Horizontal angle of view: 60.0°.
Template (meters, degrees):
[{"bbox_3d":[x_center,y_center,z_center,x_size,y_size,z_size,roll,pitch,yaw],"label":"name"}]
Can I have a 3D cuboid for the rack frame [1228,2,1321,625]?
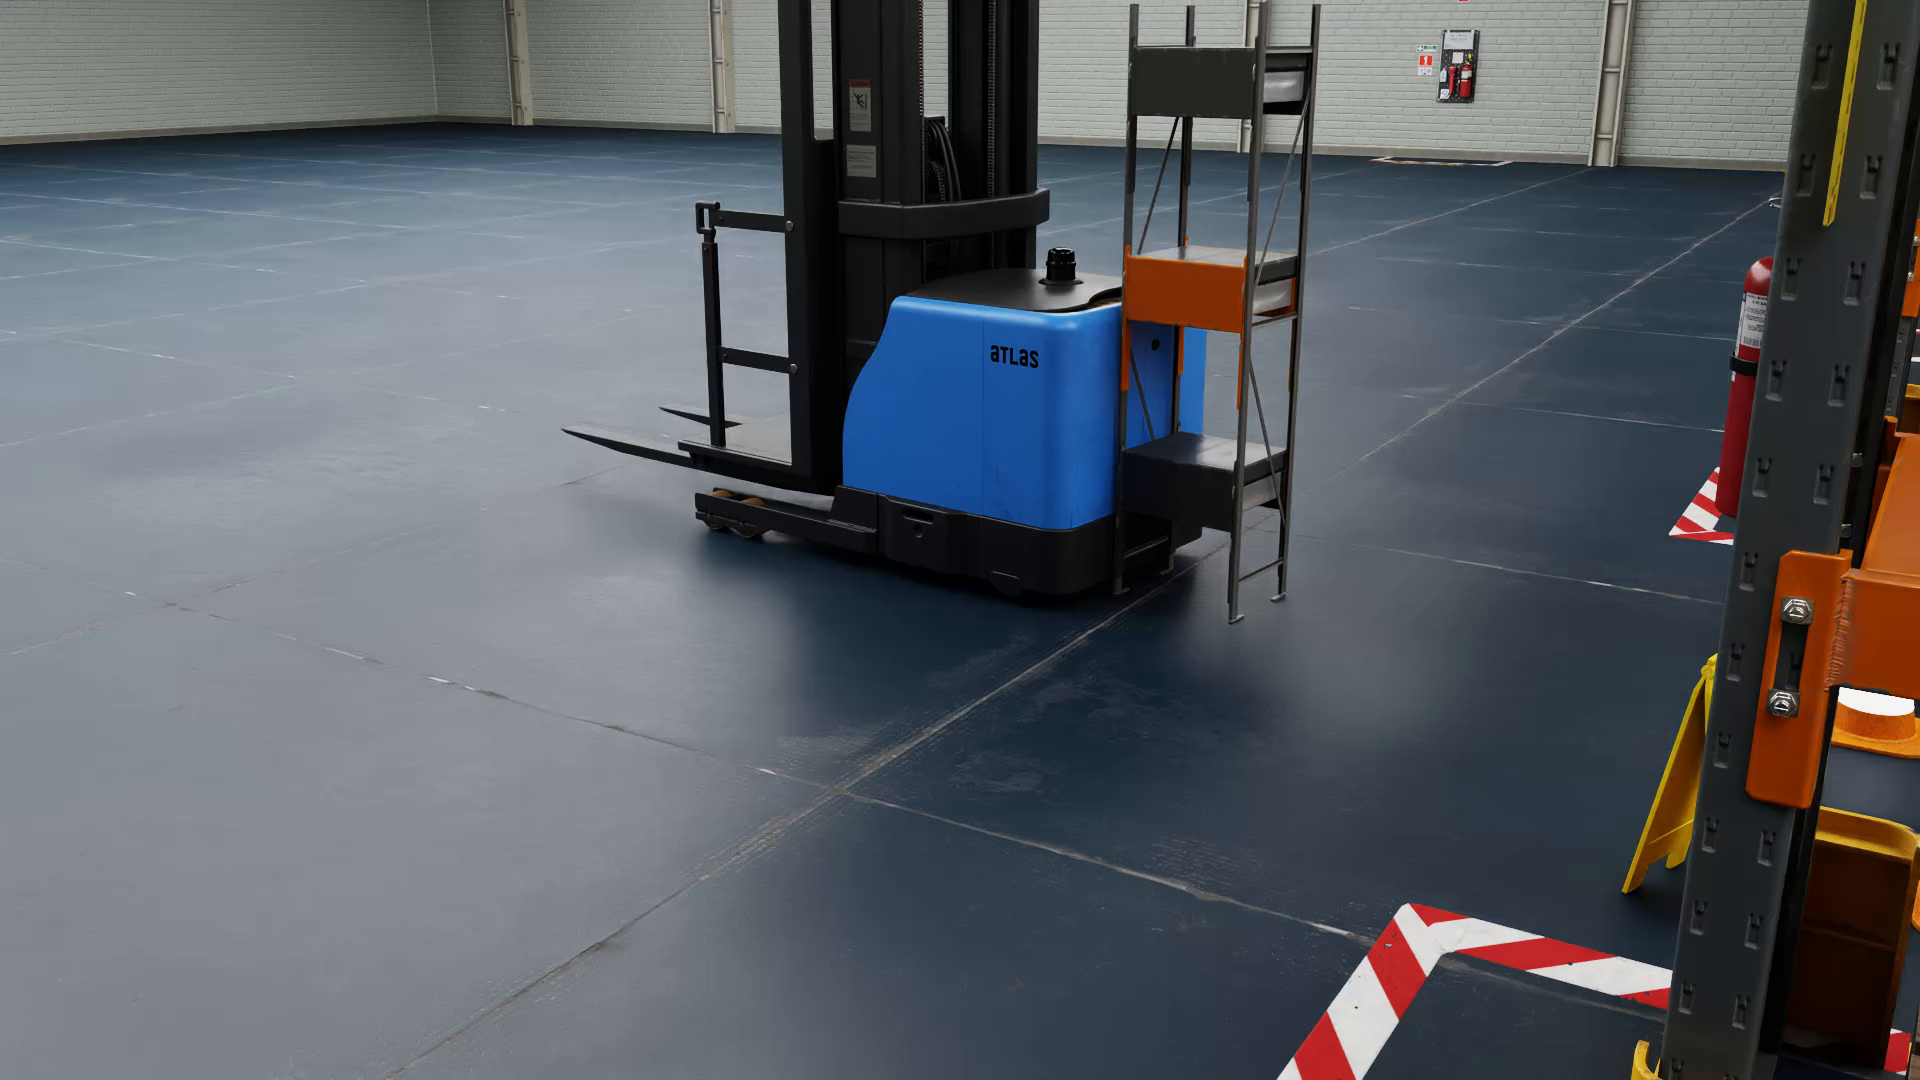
[{"bbox_3d":[1.082,-0.752,5.743,0.015,2.100,0.400,13,21,37],"label":"rack frame"}]

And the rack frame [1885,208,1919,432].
[{"bbox_3d":[3.896,-1.521,6.728,0.127,3.000,1.000,10,20,30],"label":"rack frame"}]

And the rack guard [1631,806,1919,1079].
[{"bbox_3d":[1.456,0.928,2.966,0.348,0.500,1.175,10,20,30],"label":"rack guard"}]

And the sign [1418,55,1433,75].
[{"bbox_3d":[7.788,-7.947,27.820,0.234,0.329,0.001,10,20,30],"label":"sign"}]

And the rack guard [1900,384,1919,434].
[{"bbox_3d":[3.875,-0.329,7.103,0.348,0.500,1.175,10,20,30],"label":"rack guard"}]

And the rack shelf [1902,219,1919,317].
[{"bbox_3d":[5.600,-0.873,5.831,4.000,0.370,1.077,10,20,30],"label":"rack shelf"}]

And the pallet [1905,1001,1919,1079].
[{"bbox_3d":[2.130,1.198,2.573,1.213,0.211,1.003,10,20,30],"label":"pallet"}]

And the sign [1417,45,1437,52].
[{"bbox_3d":[7.787,-8.197,27.734,0.331,0.109,0.001,10,20,30],"label":"sign"}]

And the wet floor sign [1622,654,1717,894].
[{"bbox_3d":[1.789,0.553,3.951,0.267,0.644,0.232,-13,21,-37],"label":"wet floor sign"}]

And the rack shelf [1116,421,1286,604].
[{"bbox_3d":[0.891,-0.113,6.096,0.480,0.518,0.431,13,21,37],"label":"rack shelf"}]

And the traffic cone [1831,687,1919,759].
[{"bbox_3d":[2.724,0.353,4.921,0.334,0.463,0.336,10,20,30],"label":"traffic cone"}]

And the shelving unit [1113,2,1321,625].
[{"bbox_3d":[0.891,-0.796,5.888,0.503,2.100,0.431,13,21,37],"label":"shelving unit"}]

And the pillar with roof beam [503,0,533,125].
[{"bbox_3d":[-12.413,-12.890,33.832,0.400,9.000,9.100,10,20,30],"label":"pillar with roof beam"}]

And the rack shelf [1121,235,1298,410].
[{"bbox_3d":[0.891,-0.783,5.892,0.480,0.518,0.431,13,21,37],"label":"rack shelf"}]

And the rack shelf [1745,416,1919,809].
[{"bbox_3d":[3.095,0.369,1.744,4.000,0.370,1.077,10,20,30],"label":"rack shelf"}]

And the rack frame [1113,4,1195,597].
[{"bbox_3d":[0.701,-0.840,6.034,0.015,2.100,0.400,13,21,37],"label":"rack frame"}]

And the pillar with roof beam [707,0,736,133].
[{"bbox_3d":[-7.300,-11.977,30.828,0.400,9.000,9.100,10,20,30],"label":"pillar with roof beam"}]

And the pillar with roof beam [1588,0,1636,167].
[{"bbox_3d":[8.038,-9.239,21.814,0.400,9.000,9.100,10,20,30],"label":"pillar with roof beam"}]

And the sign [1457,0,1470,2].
[{"bbox_3d":[8.250,-8.955,27.213,0.199,0.298,0.001,10,20,30],"label":"sign"}]

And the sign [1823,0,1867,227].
[{"bbox_3d":[1.107,-0.559,2.073,0.005,0.325,0.100,10,20,30],"label":"sign"}]

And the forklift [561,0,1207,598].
[{"bbox_3d":[-0.493,-1.517,6.832,3.031,2.935,1.130,13,21,37],"label":"forklift"}]

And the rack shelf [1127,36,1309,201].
[{"bbox_3d":[0.891,-1.453,5.689,0.480,0.518,0.431,13,21,37],"label":"rack shelf"}]

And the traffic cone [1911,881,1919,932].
[{"bbox_3d":[2.433,0.680,3.846,0.334,0.463,0.336,10,20,30],"label":"traffic cone"}]

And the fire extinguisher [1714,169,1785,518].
[{"bbox_3d":[1.535,-0.374,3.085,0.183,0.674,0.296,10,20,30],"label":"fire extinguisher"}]

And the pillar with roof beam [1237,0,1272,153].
[{"bbox_3d":[2.925,-10.152,24.819,0.400,9.000,9.100,10,20,30],"label":"pillar with roof beam"}]

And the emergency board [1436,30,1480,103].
[{"bbox_3d":[8.205,-7.820,27.465,0.643,1.169,0.194,10,20,30],"label":"emergency board"}]

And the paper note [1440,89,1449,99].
[{"bbox_3d":[8.090,-7.443,27.738,0.142,0.148,0.016,10,20,30],"label":"paper note"}]

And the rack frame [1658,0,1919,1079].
[{"bbox_3d":[1.391,-0.280,2.641,0.127,3.000,1.000,10,20,30],"label":"rack frame"}]
